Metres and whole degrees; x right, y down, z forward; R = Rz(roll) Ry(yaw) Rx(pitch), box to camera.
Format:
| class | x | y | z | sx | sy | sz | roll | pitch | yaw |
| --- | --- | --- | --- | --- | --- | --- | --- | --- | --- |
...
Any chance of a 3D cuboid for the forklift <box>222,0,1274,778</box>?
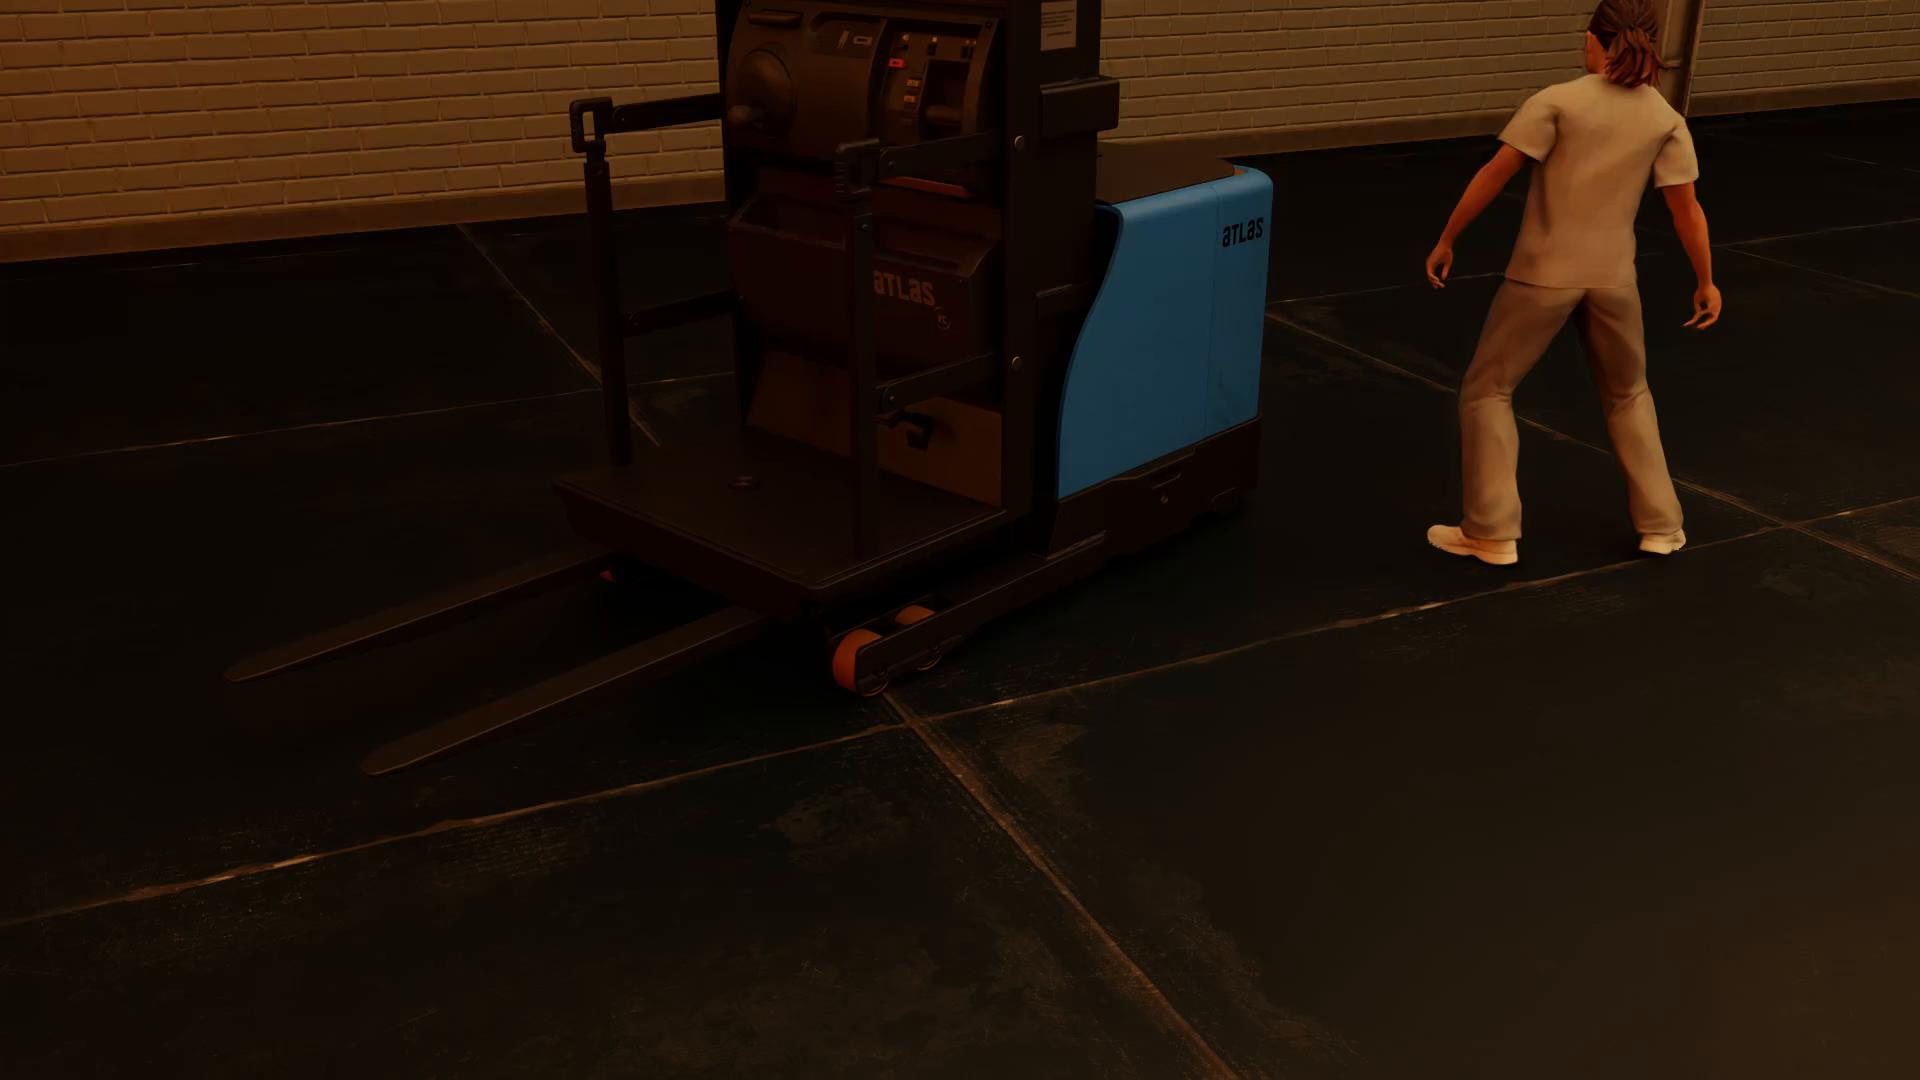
| class | x | y | z | sx | sy | sz | roll | pitch | yaw |
| --- | --- | --- | --- | --- | --- | --- | --- | --- | --- |
| forklift | -0.413 | -1.182 | 4.131 | 1.130 | 2.935 | 3.031 | 19 | 29 | 39 |

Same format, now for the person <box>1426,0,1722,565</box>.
| class | x | y | z | sx | sy | sz | roll | pitch | yaw |
| --- | --- | --- | --- | --- | --- | --- | --- | --- | --- |
| person | 1.790 | -0.724 | 4.778 | 0.895 | 1.633 | 0.400 | -1 | 23 | -2 |
